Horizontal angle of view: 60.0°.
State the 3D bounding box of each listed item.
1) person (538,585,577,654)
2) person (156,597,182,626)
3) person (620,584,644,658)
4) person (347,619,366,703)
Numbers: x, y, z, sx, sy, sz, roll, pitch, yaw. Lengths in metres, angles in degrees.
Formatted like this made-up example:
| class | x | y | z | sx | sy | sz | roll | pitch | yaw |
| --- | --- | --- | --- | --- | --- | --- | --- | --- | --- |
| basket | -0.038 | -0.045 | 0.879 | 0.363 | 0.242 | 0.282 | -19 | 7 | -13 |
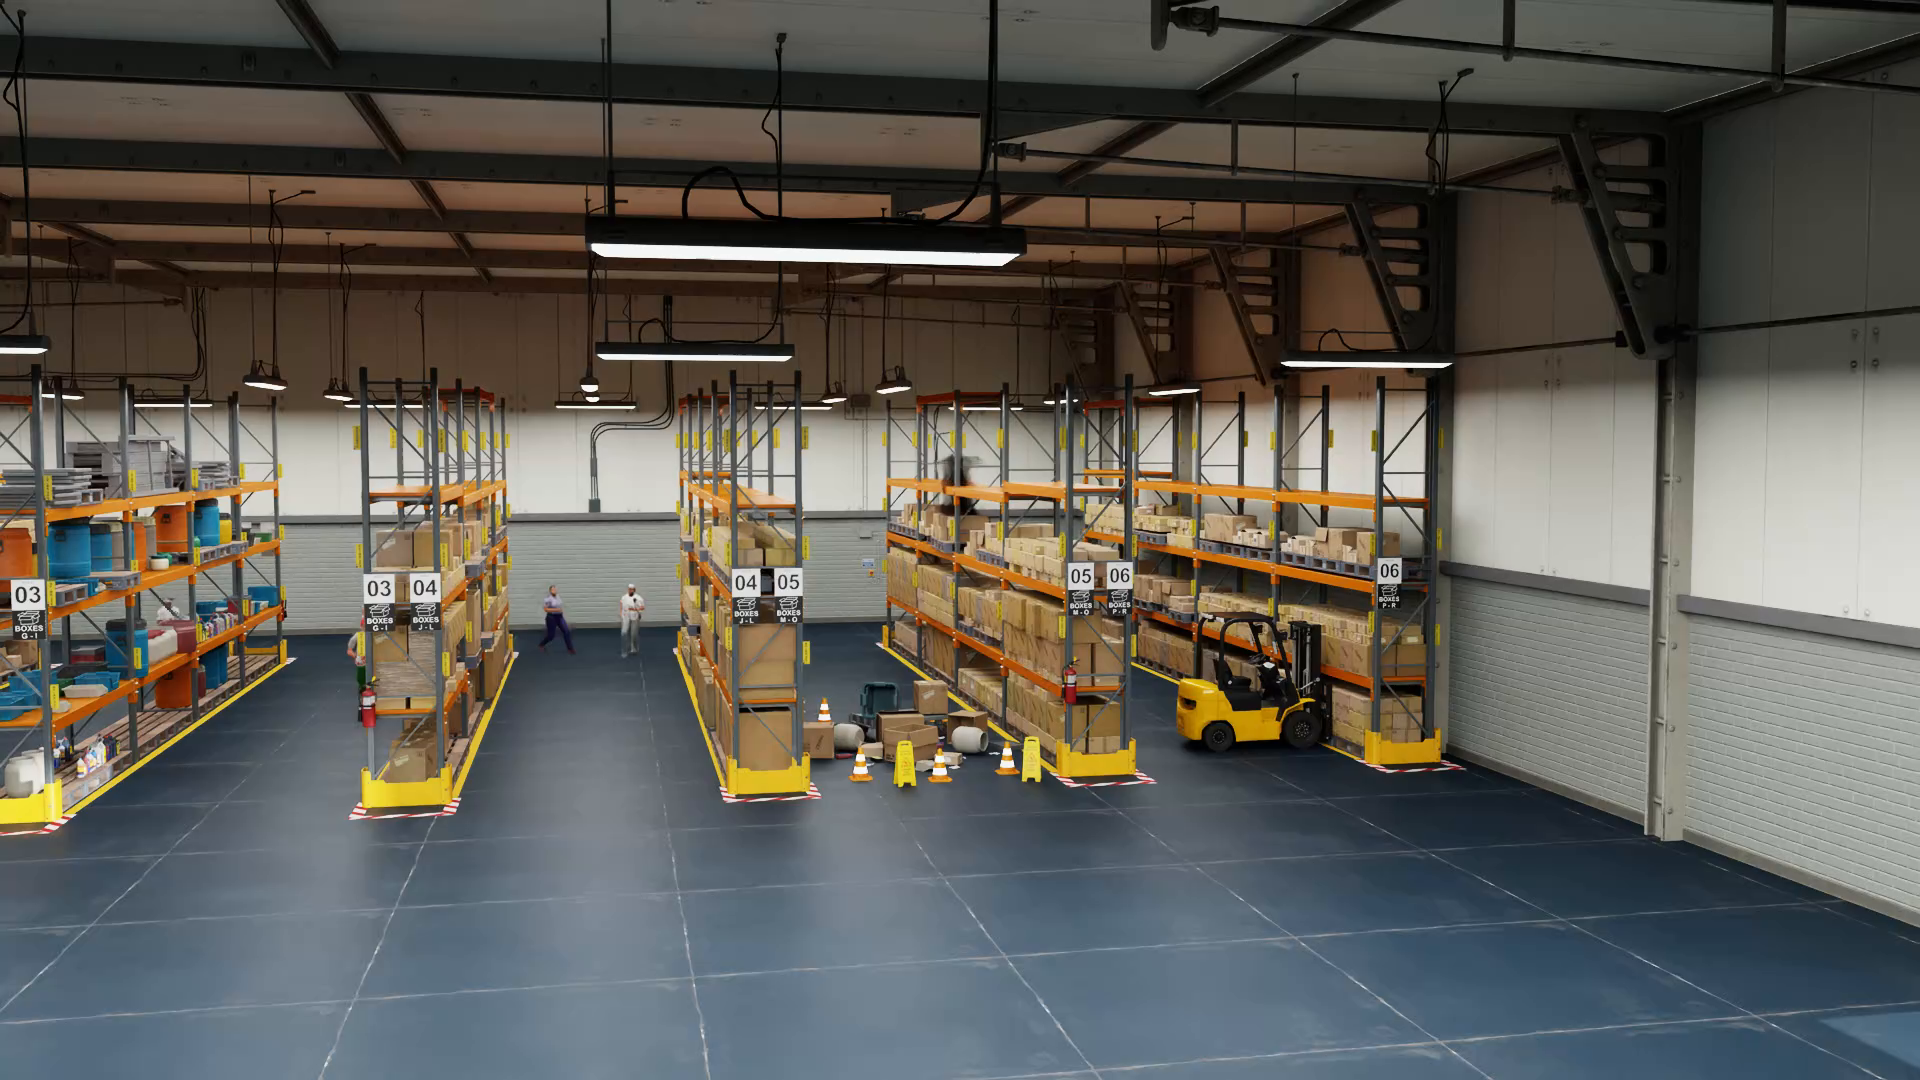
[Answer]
| class | x | y | z | sx | sy | sz | roll | pitch | yaw |
| --- | --- | --- | --- | --- | --- | --- | --- | --- | --- |
| person | -9.536 | 1.875 | 39.083 | 0.922 | 1.639 | 0.640 | 2 | 4 | 33 |
| person | -17.434 | 2.027 | 36.727 | 0.571 | 1.607 | 0.727 | -2 | 4 | -28 |
| person | -7.635 | 1.882 | 38.735 | 0.605 | 1.703 | 0.689 | 0 | 3 | -1 |
| person | -10.979 | 2.303 | 30.758 | 0.667 | 1.745 | 0.885 | -1 | 4 | -22 |
